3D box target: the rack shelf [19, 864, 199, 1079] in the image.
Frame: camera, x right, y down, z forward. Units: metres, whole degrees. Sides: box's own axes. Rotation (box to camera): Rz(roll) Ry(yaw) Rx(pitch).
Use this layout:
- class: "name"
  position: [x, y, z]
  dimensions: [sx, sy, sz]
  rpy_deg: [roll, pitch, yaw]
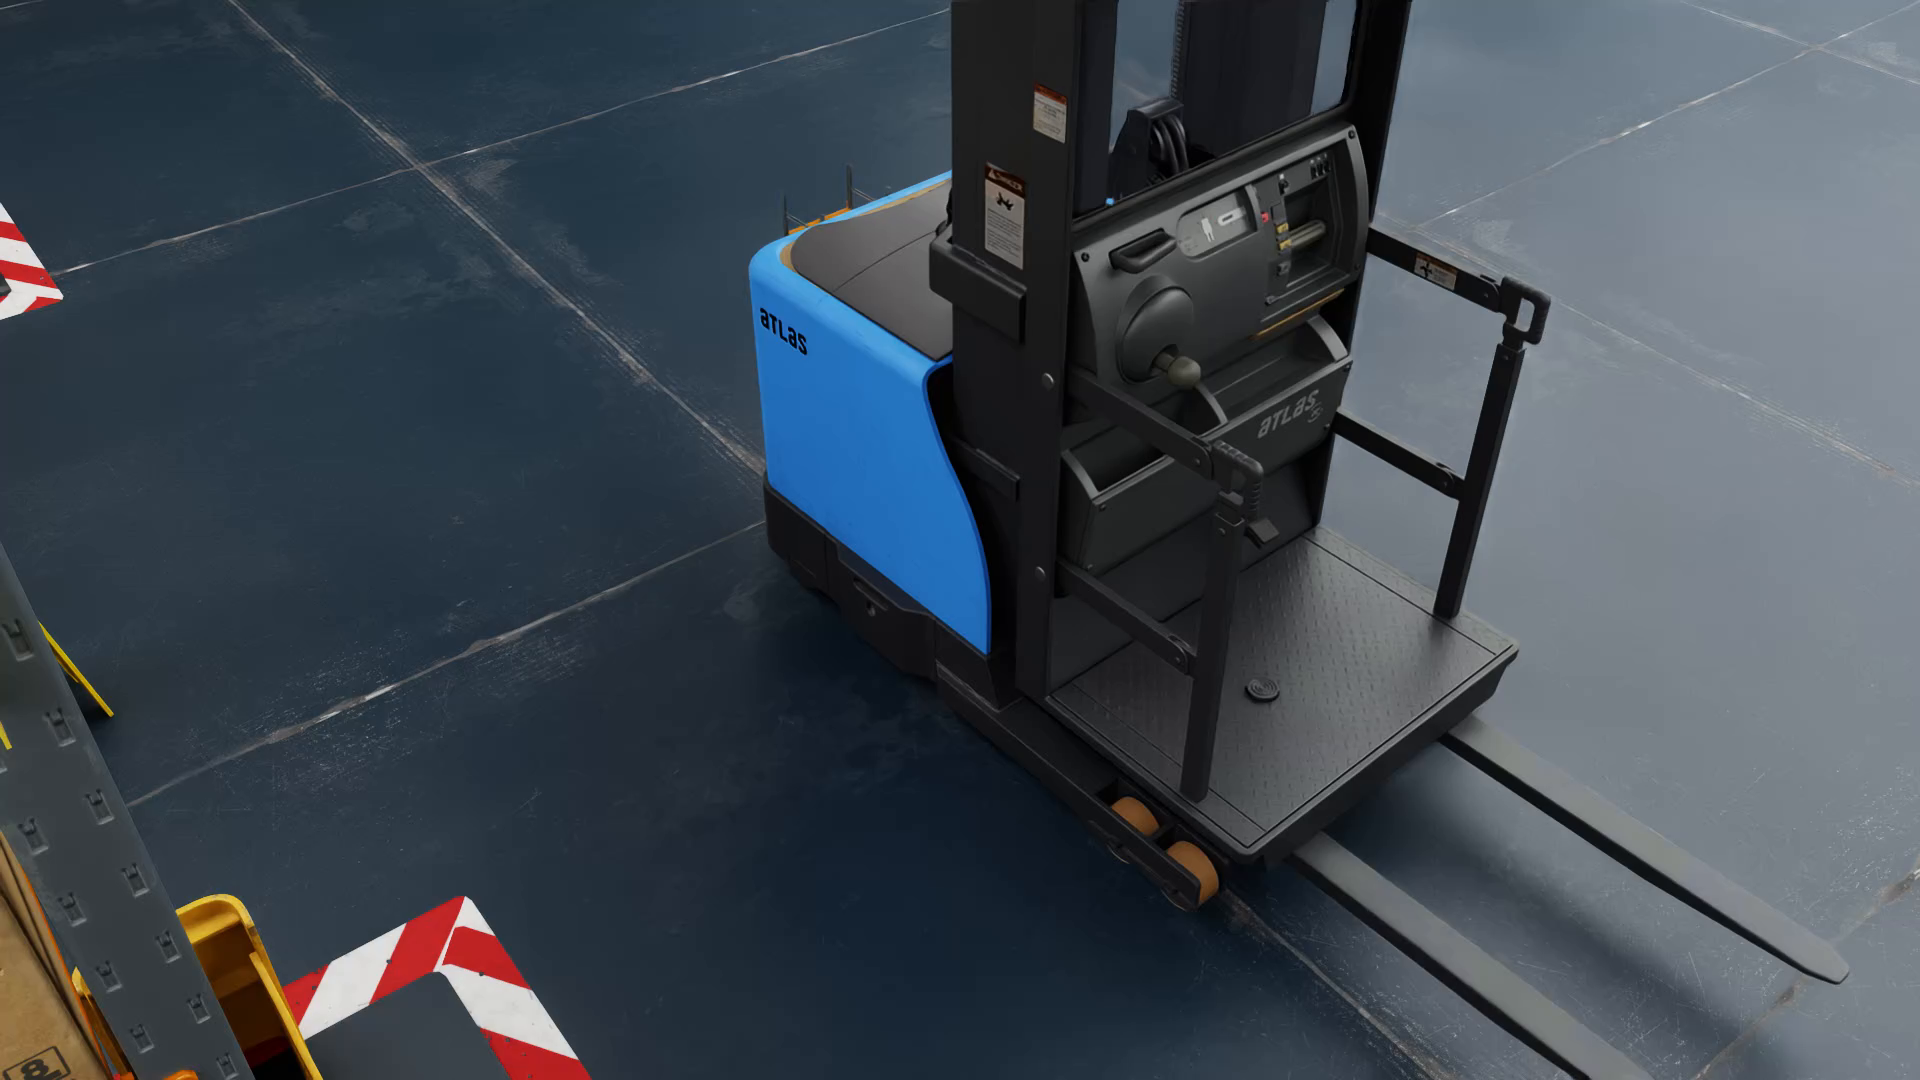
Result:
- class: "rack shelf"
  position: [-2.946, 1.385, 1.764]
  dimensions: [4.000, 0.370, 1.077]
  rpy_deg: [-26, 46, -28]

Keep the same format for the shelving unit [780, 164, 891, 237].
- class: "shelving unit"
  position: [-0.362, -0.616, 5.173]
  dimensions: [0.252, 1.050, 0.215]
  rpy_deg: [-30, 48, -31]

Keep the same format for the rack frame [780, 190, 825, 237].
- class: "rack frame"
  position: [-0.453, -0.565, 5.110]
  dimensions: [0.008, 1.050, 0.200]
  rpy_deg: [-30, 48, -31]

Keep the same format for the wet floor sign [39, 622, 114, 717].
- class: "wet floor sign"
  position: [-2.544, 0.237, 4.452]
  dimensions: [0.267, 0.644, 0.232]
  rpy_deg: [30, 48, 31]

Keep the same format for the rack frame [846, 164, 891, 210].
- class: "rack frame"
  position: [-0.271, -0.668, 5.236]
  dimensions: [0.008, 1.050, 0.200]
  rpy_deg: [-30, 48, -31]

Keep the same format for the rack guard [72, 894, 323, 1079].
- class: "rack guard"
  position: [-1.341, 1.291, 3.282]
  dimensions: [0.348, 0.500, 1.175]
  rpy_deg: [-26, 46, -28]

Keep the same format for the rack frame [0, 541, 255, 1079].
- class: "rack frame"
  position: [-1.360, 0.334, 2.478]
  dimensions: [0.127, 3.000, 1.000]
  rpy_deg: [-26, 46, -28]

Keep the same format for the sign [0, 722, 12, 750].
- class: "sign"
  position: [-1.040, 0.073, 1.696]
  dimensions: [0.005, 0.325, 0.100]
  rpy_deg: [-26, 46, -28]

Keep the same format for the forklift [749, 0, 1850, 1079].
- class: "forklift"
  position: [0.752, -0.584, 3.651]
  dimensions: [1.130, 2.935, 3.031]
  rpy_deg: [-29, 47, -30]

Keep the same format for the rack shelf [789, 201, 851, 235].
- class: "rack shelf"
  position: [-0.362, -0.827, 5.000]
  dimensions: [0.240, 0.259, 0.215]
  rpy_deg: [-30, 48, -31]
